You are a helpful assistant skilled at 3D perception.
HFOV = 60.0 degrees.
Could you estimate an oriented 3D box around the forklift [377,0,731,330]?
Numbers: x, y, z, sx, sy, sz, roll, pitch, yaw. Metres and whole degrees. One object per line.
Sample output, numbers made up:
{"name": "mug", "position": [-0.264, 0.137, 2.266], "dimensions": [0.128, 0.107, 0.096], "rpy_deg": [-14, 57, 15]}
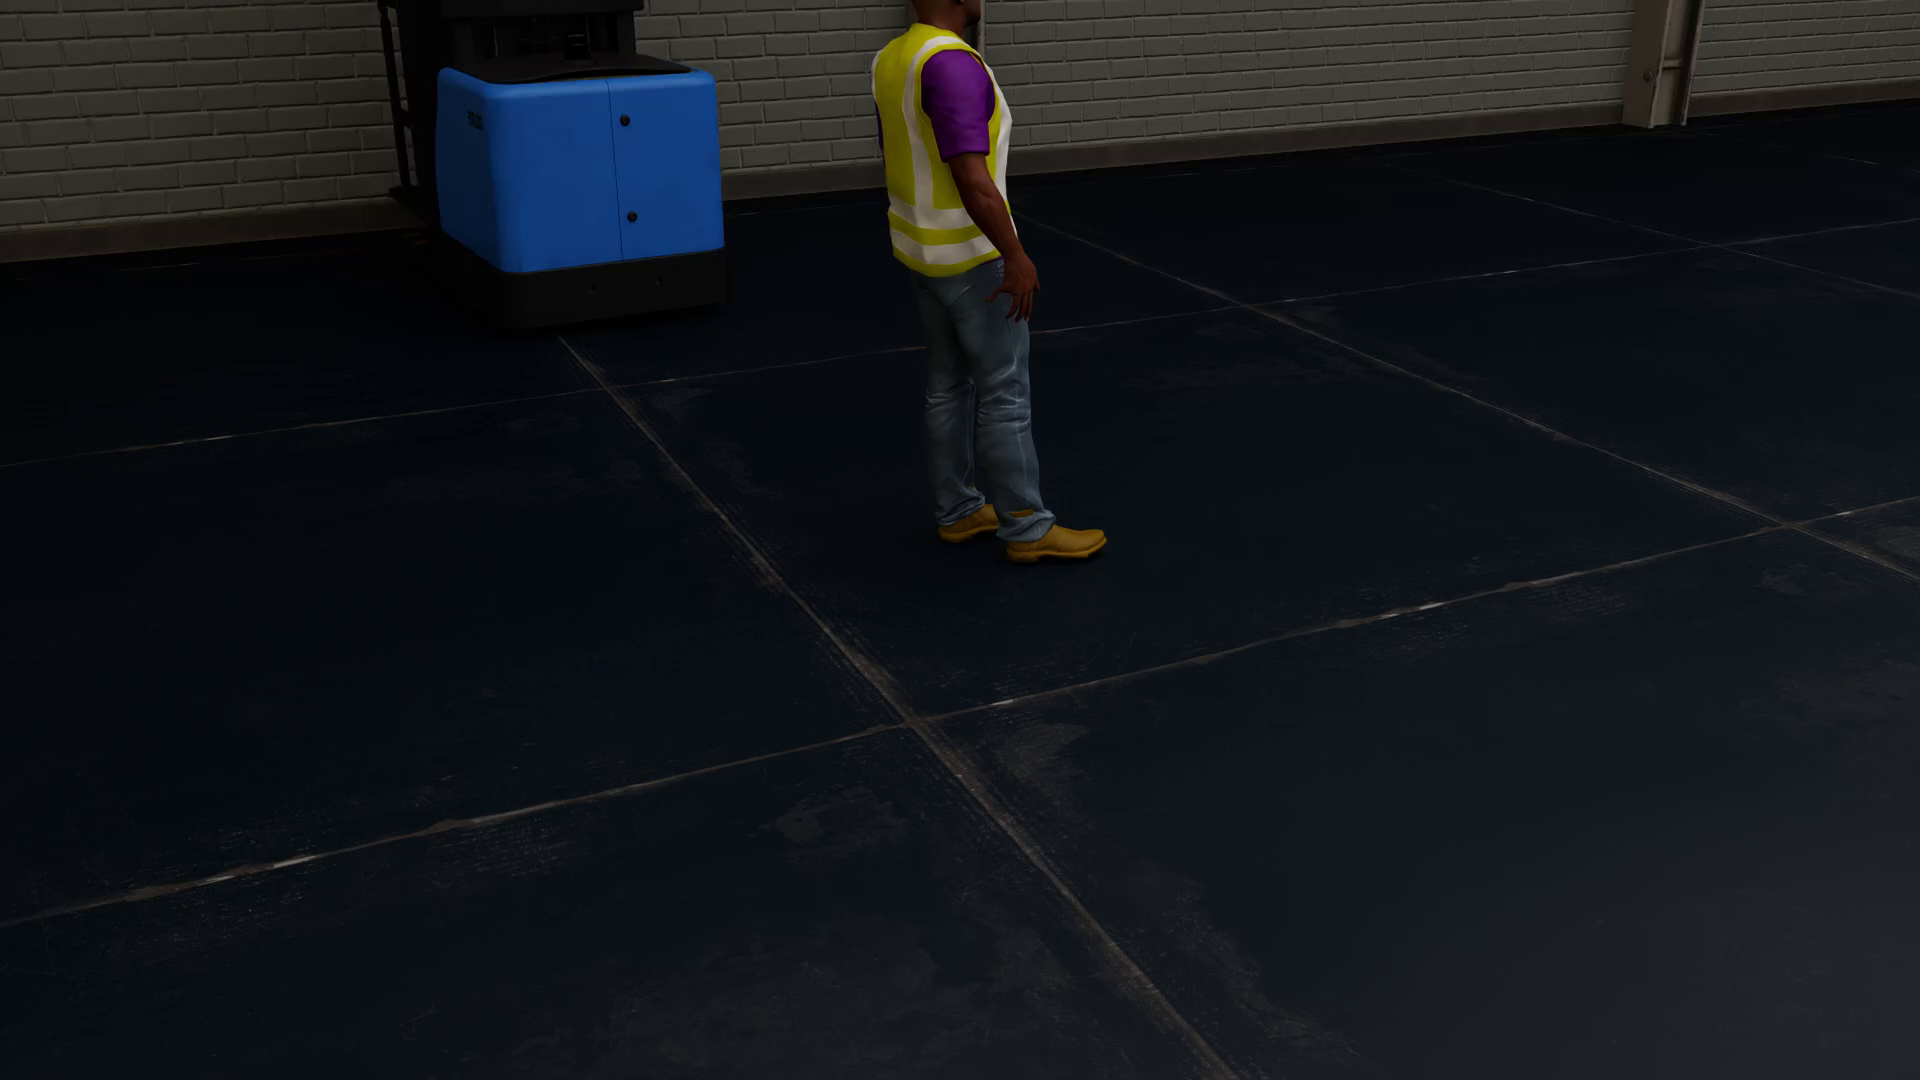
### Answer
{"name": "forklift", "position": [-2.219, -2.772, 7.959], "dimensions": [1.130, 2.935, 3.031], "rpy_deg": [-13, 26, -28]}

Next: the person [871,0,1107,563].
{"name": "person", "position": [0.066, -0.832, 4.788], "dimensions": [0.575, 1.768, 0.665], "rpy_deg": [-10, 25, -23]}
